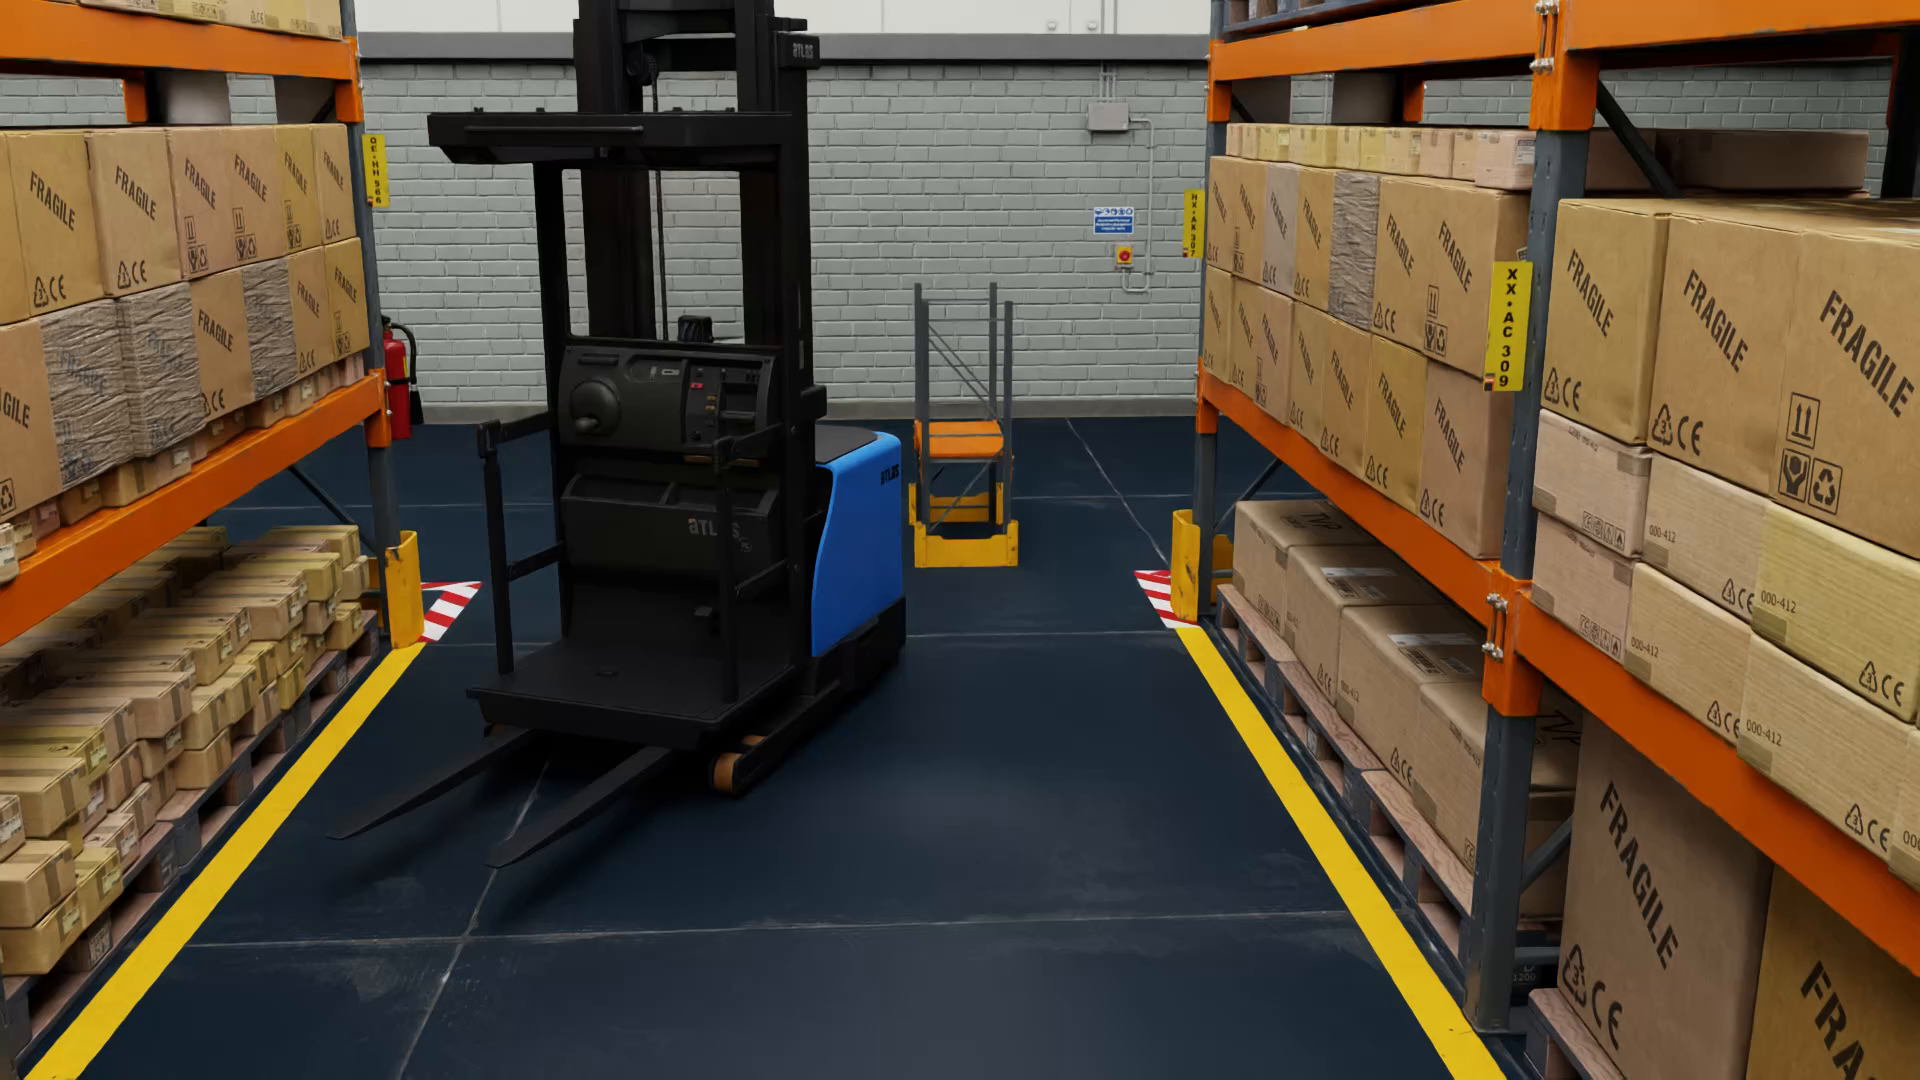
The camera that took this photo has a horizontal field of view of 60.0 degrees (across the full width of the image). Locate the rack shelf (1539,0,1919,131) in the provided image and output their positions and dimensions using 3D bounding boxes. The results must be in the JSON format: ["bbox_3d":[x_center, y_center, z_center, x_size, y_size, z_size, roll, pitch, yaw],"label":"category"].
[{"bbox_3d":[2.062,-0.697,2.138,1.077,0.370,4.000,-1,14,-3],"label":"rack shelf"}]

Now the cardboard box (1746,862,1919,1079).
[{"bbox_3d":[2.120,1.113,3.100,0.875,0.875,0.875,0,14,-2],"label":"cardboard box"}]

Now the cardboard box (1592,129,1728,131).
[{"bbox_3d":[2.088,-1.145,4.949,0.380,0.149,0.250,-1,14,-4],"label":"cardboard box"}]

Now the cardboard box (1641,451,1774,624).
[{"bbox_3d":[1.745,-0.016,3.367,0.500,0.250,0.500,-1,14,-3],"label":"cardboard box"}]

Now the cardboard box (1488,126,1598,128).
[{"bbox_3d":[2.102,-1.398,5.931,0.380,0.149,0.250,-1,14,-3],"label":"cardboard box"}]

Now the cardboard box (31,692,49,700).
[{"bbox_3d":[-3.345,0.644,5.784,0.380,0.149,0.250,-2,15,-6],"label":"cardboard box"}]

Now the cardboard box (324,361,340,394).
[{"bbox_3d":[-2.963,-0.722,7.317,0.380,0.149,0.250,-1,14,-4],"label":"cardboard box"}]

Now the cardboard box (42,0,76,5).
[{"bbox_3d":[-2.801,-1.612,4.552,0.500,0.250,0.500,-1,14,-4],"label":"cardboard box"}]

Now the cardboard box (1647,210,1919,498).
[{"bbox_3d":[1.738,-0.382,3.285,0.500,0.500,0.500,-1,14,-4],"label":"cardboard box"}]

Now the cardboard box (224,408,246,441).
[{"bbox_3d":[-2.950,-0.463,6.309,0.380,0.149,0.250,-1,15,-6],"label":"cardboard box"}]

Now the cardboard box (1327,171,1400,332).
[{"bbox_3d":[1.569,-0.988,5.640,0.500,0.500,0.500,-1,14,-3],"label":"cardboard box"}]

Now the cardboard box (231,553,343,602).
[{"bbox_3d":[-2.857,0.160,7.070,0.380,0.149,0.250,-1,14,-5],"label":"cardboard box"}]

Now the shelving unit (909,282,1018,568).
[{"bbox_3d":[0.005,-0.707,9.766,0.587,1.500,1.083,-1,14,-3],"label":"shelving unit"}]

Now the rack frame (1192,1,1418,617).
[{"bbox_3d":[1.691,-1.084,8.221,1.000,3.000,0.127,-1,14,-3],"label":"rack frame"}]

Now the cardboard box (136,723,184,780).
[{"bbox_3d":[-2.863,0.692,5.597,0.380,0.149,0.250,0,14,-1],"label":"cardboard box"}]

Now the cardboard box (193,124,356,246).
[{"bbox_3d":[-2.967,-1.550,7.225,0.500,0.500,0.500,-1,14,-5],"label":"cardboard box"}]

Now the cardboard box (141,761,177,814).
[{"bbox_3d":[-2.899,0.838,5.629,0.380,0.149,0.250,-2,15,-6],"label":"cardboard box"}]

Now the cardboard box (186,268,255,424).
[{"bbox_3d":[-2.871,-0.689,5.888,0.500,0.500,0.500,0,14,-1],"label":"cardboard box"}]

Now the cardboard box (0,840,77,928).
[{"bbox_3d":[-2.699,0.950,4.596,0.380,0.149,0.250,0,14,-1],"label":"cardboard box"}]

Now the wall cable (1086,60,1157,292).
[{"bbox_3d":[1.318,-2.994,13.540,0.585,1.953,0.123,-1,14,-3],"label":"wall cable"}]

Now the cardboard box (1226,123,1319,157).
[{"bbox_3d":[1.436,-1.839,7.644,0.380,0.149,0.250,-1,14,-2],"label":"cardboard box"}]

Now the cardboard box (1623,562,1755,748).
[{"bbox_3d":[1.736,0.225,3.432,0.500,0.250,0.500,-1,14,-5],"label":"cardboard box"}]

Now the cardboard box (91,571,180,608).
[{"bbox_3d":[-3.427,0.234,6.783,0.380,0.149,0.250,-2,15,-6],"label":"cardboard box"}]

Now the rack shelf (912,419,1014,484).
[{"bbox_3d":[0.005,-0.531,9.802,0.538,0.185,1.000,-1,14,-3],"label":"rack shelf"}]

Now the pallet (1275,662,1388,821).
[{"bbox_3d":[1.891,0.766,6.624,1.003,0.211,1.213,-1,14,-3],"label":"pallet"}]

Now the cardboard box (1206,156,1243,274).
[{"bbox_3d":[1.436,-1.493,7.603,0.500,0.500,0.500,-1,14,-5],"label":"cardboard box"}]

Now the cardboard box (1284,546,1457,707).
[{"bbox_3d":[1.896,0.343,6.972,0.875,0.438,0.875,0,14,-2],"label":"cardboard box"}]

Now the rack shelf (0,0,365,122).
[{"bbox_3d":[-3.120,-1.590,5.609,1.077,0.370,4.000,-1,14,-3],"label":"rack shelf"}]

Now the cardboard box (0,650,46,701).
[{"bbox_3d":[-3.432,0.493,5.774,0.380,0.149,0.250,-1,14,-5],"label":"cardboard box"}]

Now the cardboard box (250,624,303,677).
[{"bbox_3d":[-2.847,0.435,6.598,0.380,0.149,0.250,-1,14,-3],"label":"cardboard box"}]

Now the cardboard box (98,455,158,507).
[{"bbox_3d":[-2.807,-0.202,5.296,0.380,0.149,0.250,-1,14,-2],"label":"cardboard box"}]

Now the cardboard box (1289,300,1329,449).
[{"bbox_3d":[1.554,-0.633,6.265,0.500,0.500,0.500,0,14,-2],"label":"cardboard box"}]

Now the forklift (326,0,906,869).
[{"bbox_3d":[-1.233,-0.569,6.354,1.130,2.935,3.031,5,15,19],"label":"forklift"}]

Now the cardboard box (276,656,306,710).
[{"bbox_3d":[-2.849,0.575,6.650,0.380,0.149,0.250,-2,15,-6],"label":"cardboard box"}]

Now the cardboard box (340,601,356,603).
[{"bbox_3d":[-3.003,0.322,7.633,0.380,0.149,0.250,-1,14,-2],"label":"cardboard box"}]

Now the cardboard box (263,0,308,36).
[{"bbox_3d":[-2.913,-2.127,6.555,0.500,0.250,0.500,-1,14,-3],"label":"cardboard box"}]

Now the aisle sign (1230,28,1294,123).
[{"bbox_3d":[1.397,-2.357,7.950,0.394,0.787,0.004,-1,14,-3],"label":"aisle sign"}]

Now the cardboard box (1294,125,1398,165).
[{"bbox_3d":[1.502,-1.516,6.389,0.380,0.149,0.250,-1,14,-3],"label":"cardboard box"}]

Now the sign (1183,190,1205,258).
[{"bbox_3d":[1.136,-1.535,8.076,0.100,0.325,0.005,-1,14,-3],"label":"sign"}]

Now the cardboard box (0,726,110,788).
[{"bbox_3d":[-2.833,0.681,5.046,0.380,0.149,0.250,-1,14,-4],"label":"cardboard box"}]

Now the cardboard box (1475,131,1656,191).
[{"bbox_3d":[1.602,-1.008,4.416,0.380,0.149,0.250,-1,14,-5],"label":"cardboard box"}]

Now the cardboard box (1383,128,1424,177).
[{"bbox_3d":[1.603,-1.262,5.402,0.380,0.149,0.250,-1,14,-4],"label":"cardboard box"}]

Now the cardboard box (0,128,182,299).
[{"bbox_3d":[-2.828,-1.035,5.226,0.500,0.500,0.500,-1,14,-3],"label":"cardboard box"}]

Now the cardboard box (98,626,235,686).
[{"bbox_3d":[-2.882,0.423,6.047,0.380,0.149,0.250,-1,14,-3],"label":"cardboard box"}]

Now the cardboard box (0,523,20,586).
[{"bbox_3d":[-2.687,0.058,4.285,0.380,0.149,0.250,0,14,-1],"label":"cardboard box"}]

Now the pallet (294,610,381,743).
[{"bbox_3d":[-3.224,0.589,7.313,1.003,0.211,1.213,-1,14,-3],"label":"pallet"}]

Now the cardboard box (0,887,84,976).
[{"bbox_3d":[-2.698,1.094,4.634,0.380,0.149,0.250,-2,15,-6],"label":"cardboard box"}]
